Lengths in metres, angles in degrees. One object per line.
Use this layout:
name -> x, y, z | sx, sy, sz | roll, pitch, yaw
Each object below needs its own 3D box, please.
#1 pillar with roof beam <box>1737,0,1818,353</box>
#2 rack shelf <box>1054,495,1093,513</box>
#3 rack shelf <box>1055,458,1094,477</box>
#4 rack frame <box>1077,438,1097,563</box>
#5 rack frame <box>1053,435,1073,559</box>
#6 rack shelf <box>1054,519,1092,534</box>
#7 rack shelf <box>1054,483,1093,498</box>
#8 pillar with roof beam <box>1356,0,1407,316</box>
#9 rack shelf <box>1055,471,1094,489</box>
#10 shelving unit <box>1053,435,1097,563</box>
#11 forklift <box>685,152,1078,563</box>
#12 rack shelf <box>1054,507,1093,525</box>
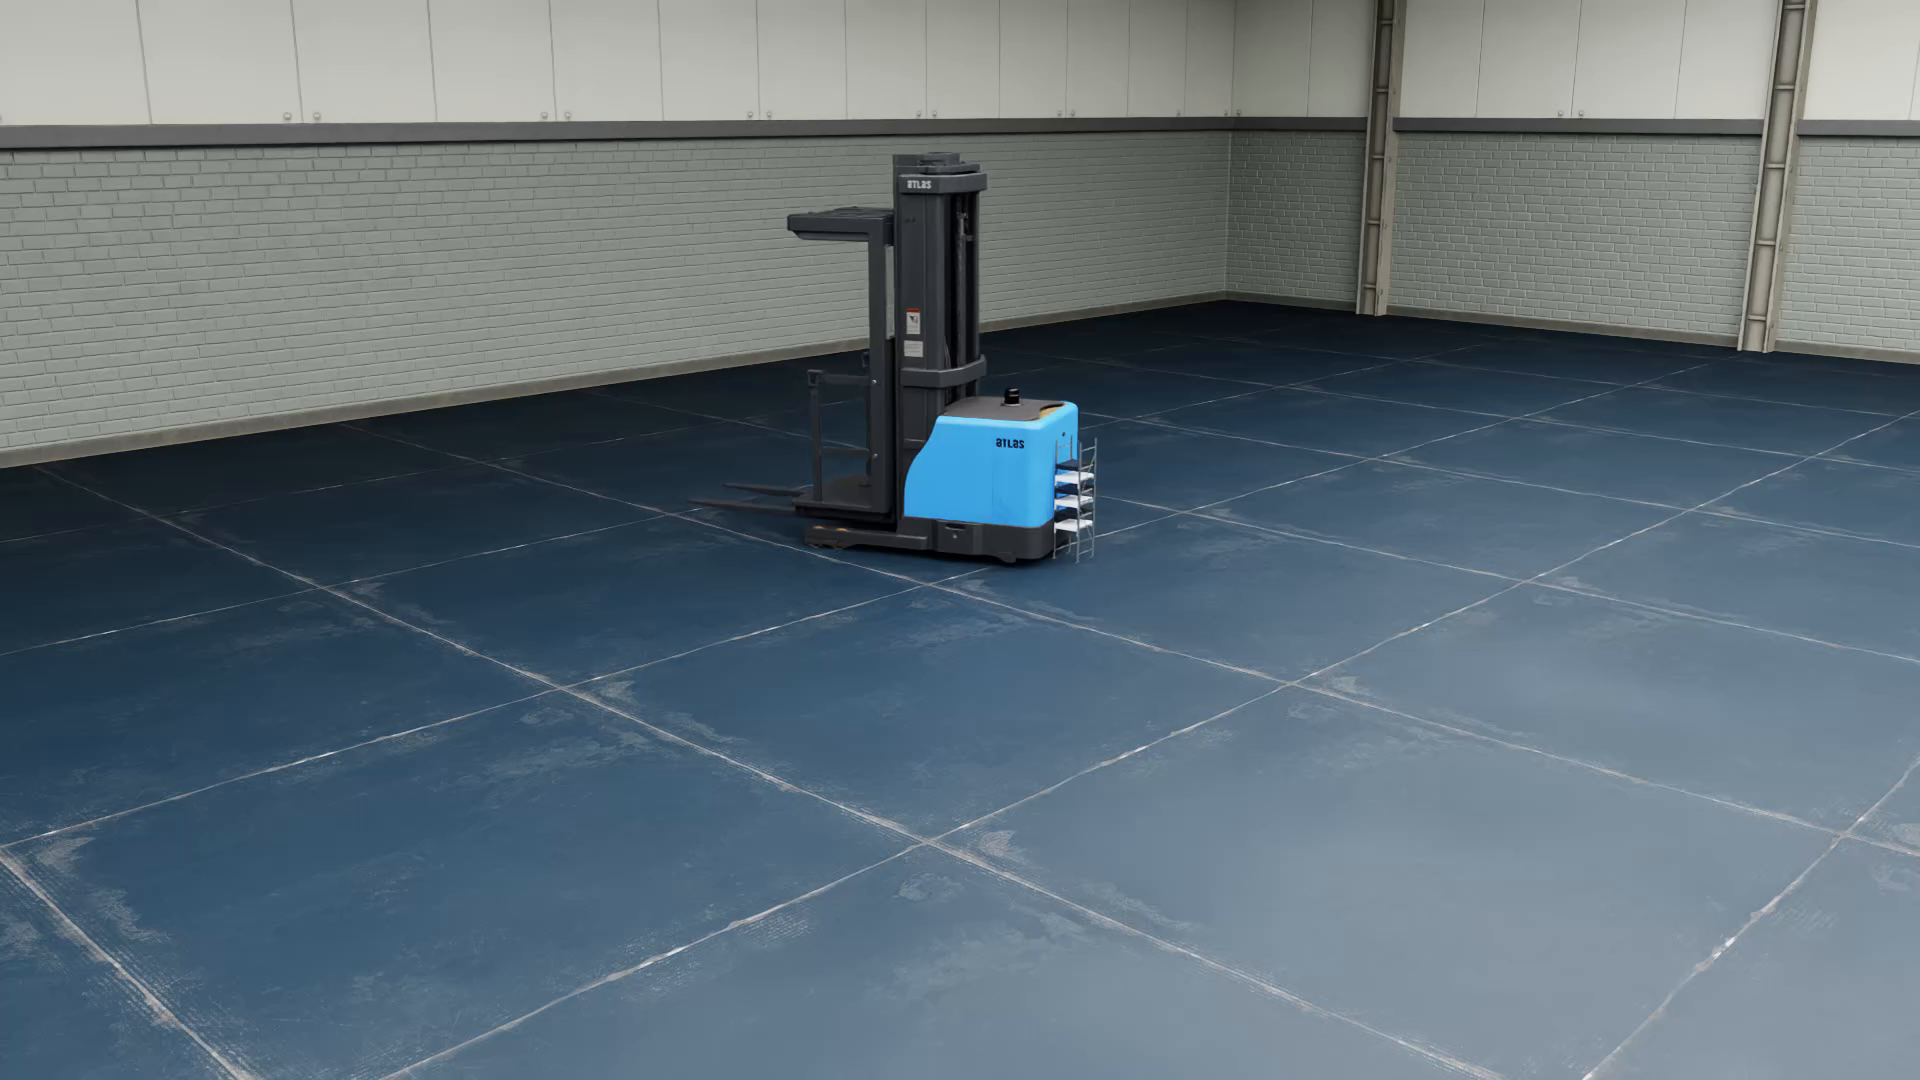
pillar with roof beam -> 8.015, -6.195, 18.861 | 0.400, 9.000, 9.100 | 14, 20, 42
rack shelf -> 0.850, -0.273, 12.319 | 0.200, 0.077, 0.258 | 10, 17, 33
rack shelf -> 0.851, -0.534, 12.254 | 0.200, 0.077, 0.258 | 10, 17, 33
rack frame -> 0.934, -0.290, 12.256 | 0.006, 0.900, 0.240 | 10, 17, 33
rack frame -> 0.766, -0.319, 12.367 | 0.006, 0.900, 0.240 | 10, 17, 33
rack shelf -> 0.849, -0.098, 12.363 | 0.200, 0.077, 0.258 | 10, 17, 33
rack shelf -> 0.850, -0.360, 12.297 | 0.200, 0.077, 0.258 | 10, 17, 33
pillar with roof beam -> 3.695, -7.245, 22.891 | 0.400, 9.000, 9.100 | 14, 20, 42
rack shelf -> 0.851, -0.447, 12.276 | 0.200, 0.077, 0.258 | 10, 17, 33
shelving unit -> 0.850, -0.305, 12.311 | 0.210, 0.900, 0.258 | 10, 17, 33
forklift -> -0.658, -1.459, 12.717 | 3.031, 2.935, 1.130 | 5, 16, 20
rack shelf -> 0.849, -0.185, 12.341 | 0.200, 0.077, 0.258 | 10, 17, 33
